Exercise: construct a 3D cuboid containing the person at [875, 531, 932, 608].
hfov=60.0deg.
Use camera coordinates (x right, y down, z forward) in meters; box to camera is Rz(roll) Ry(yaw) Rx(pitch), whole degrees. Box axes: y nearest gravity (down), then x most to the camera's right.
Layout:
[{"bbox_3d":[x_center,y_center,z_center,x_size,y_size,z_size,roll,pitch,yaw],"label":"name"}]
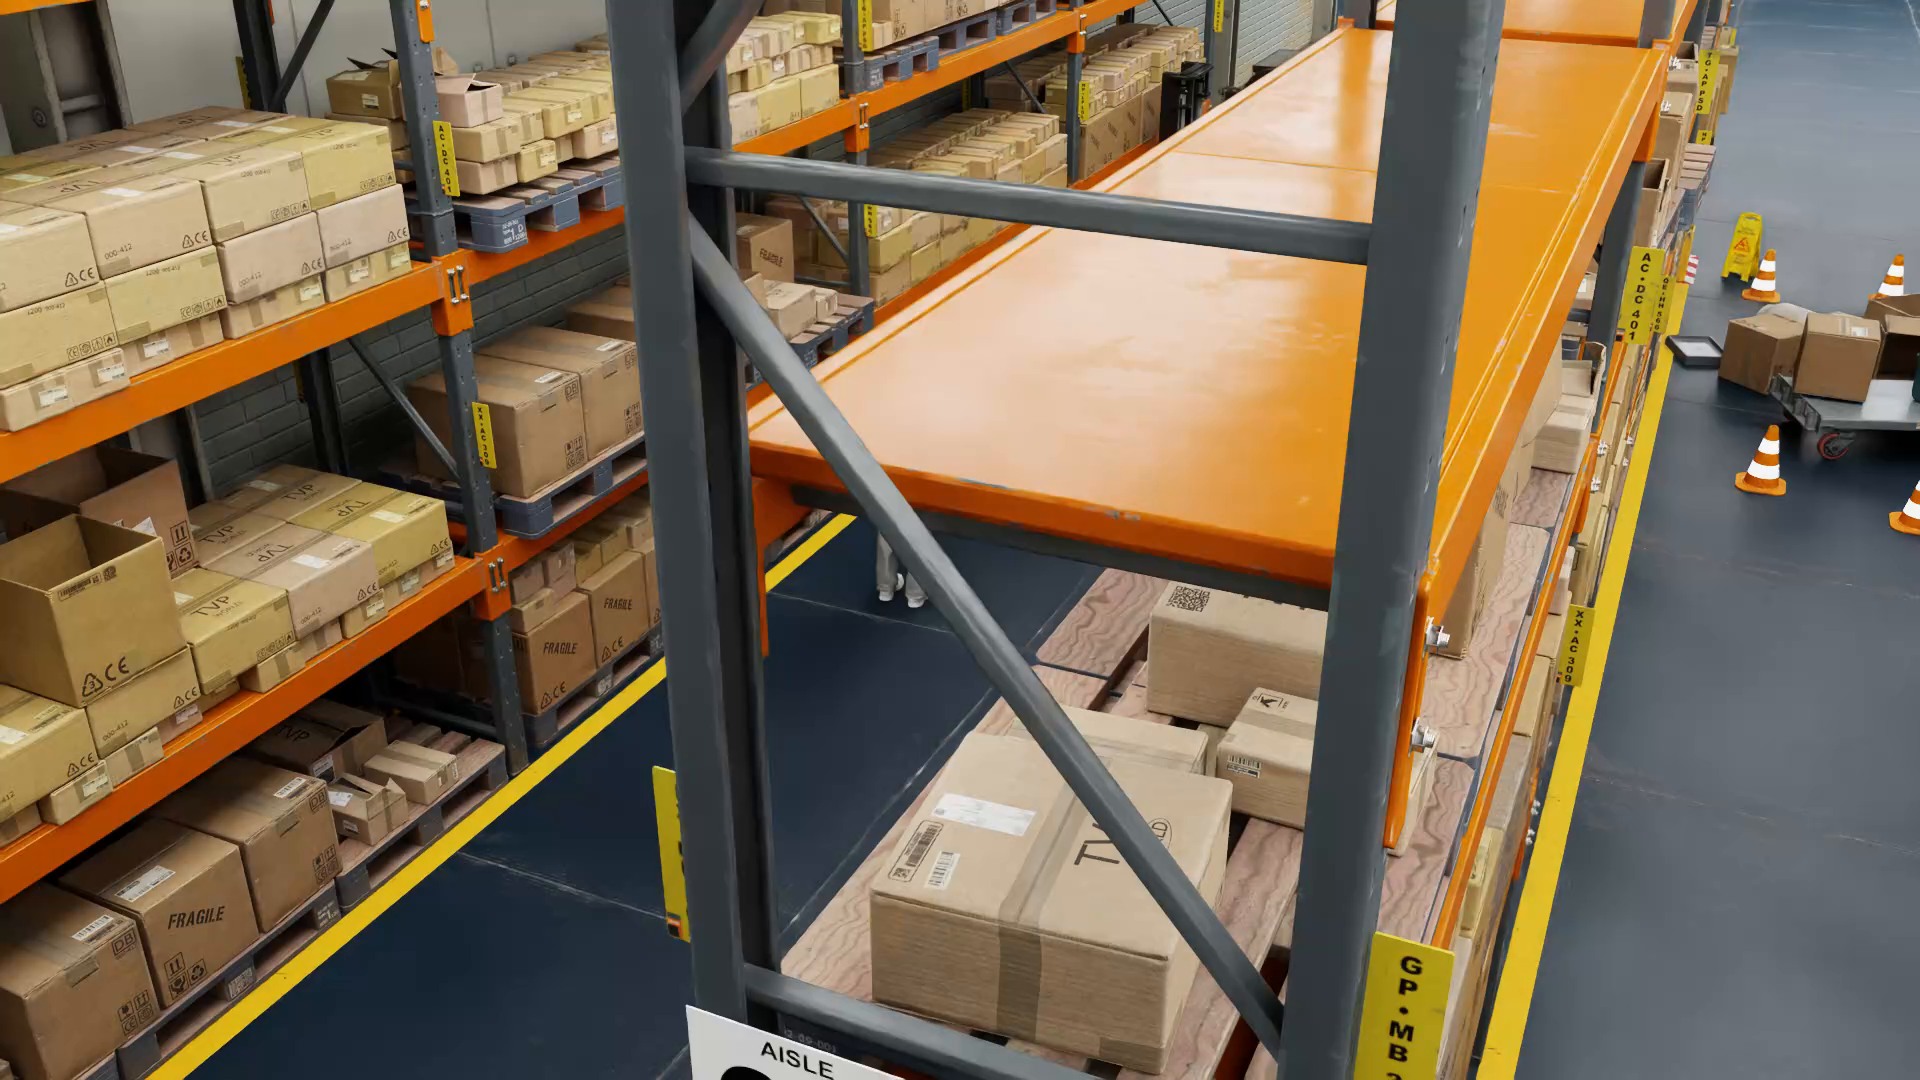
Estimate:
[{"bbox_3d":[-0.339,-0.408,10.260,0.438,1.662,0.560,11,28,21],"label":"person"}]
